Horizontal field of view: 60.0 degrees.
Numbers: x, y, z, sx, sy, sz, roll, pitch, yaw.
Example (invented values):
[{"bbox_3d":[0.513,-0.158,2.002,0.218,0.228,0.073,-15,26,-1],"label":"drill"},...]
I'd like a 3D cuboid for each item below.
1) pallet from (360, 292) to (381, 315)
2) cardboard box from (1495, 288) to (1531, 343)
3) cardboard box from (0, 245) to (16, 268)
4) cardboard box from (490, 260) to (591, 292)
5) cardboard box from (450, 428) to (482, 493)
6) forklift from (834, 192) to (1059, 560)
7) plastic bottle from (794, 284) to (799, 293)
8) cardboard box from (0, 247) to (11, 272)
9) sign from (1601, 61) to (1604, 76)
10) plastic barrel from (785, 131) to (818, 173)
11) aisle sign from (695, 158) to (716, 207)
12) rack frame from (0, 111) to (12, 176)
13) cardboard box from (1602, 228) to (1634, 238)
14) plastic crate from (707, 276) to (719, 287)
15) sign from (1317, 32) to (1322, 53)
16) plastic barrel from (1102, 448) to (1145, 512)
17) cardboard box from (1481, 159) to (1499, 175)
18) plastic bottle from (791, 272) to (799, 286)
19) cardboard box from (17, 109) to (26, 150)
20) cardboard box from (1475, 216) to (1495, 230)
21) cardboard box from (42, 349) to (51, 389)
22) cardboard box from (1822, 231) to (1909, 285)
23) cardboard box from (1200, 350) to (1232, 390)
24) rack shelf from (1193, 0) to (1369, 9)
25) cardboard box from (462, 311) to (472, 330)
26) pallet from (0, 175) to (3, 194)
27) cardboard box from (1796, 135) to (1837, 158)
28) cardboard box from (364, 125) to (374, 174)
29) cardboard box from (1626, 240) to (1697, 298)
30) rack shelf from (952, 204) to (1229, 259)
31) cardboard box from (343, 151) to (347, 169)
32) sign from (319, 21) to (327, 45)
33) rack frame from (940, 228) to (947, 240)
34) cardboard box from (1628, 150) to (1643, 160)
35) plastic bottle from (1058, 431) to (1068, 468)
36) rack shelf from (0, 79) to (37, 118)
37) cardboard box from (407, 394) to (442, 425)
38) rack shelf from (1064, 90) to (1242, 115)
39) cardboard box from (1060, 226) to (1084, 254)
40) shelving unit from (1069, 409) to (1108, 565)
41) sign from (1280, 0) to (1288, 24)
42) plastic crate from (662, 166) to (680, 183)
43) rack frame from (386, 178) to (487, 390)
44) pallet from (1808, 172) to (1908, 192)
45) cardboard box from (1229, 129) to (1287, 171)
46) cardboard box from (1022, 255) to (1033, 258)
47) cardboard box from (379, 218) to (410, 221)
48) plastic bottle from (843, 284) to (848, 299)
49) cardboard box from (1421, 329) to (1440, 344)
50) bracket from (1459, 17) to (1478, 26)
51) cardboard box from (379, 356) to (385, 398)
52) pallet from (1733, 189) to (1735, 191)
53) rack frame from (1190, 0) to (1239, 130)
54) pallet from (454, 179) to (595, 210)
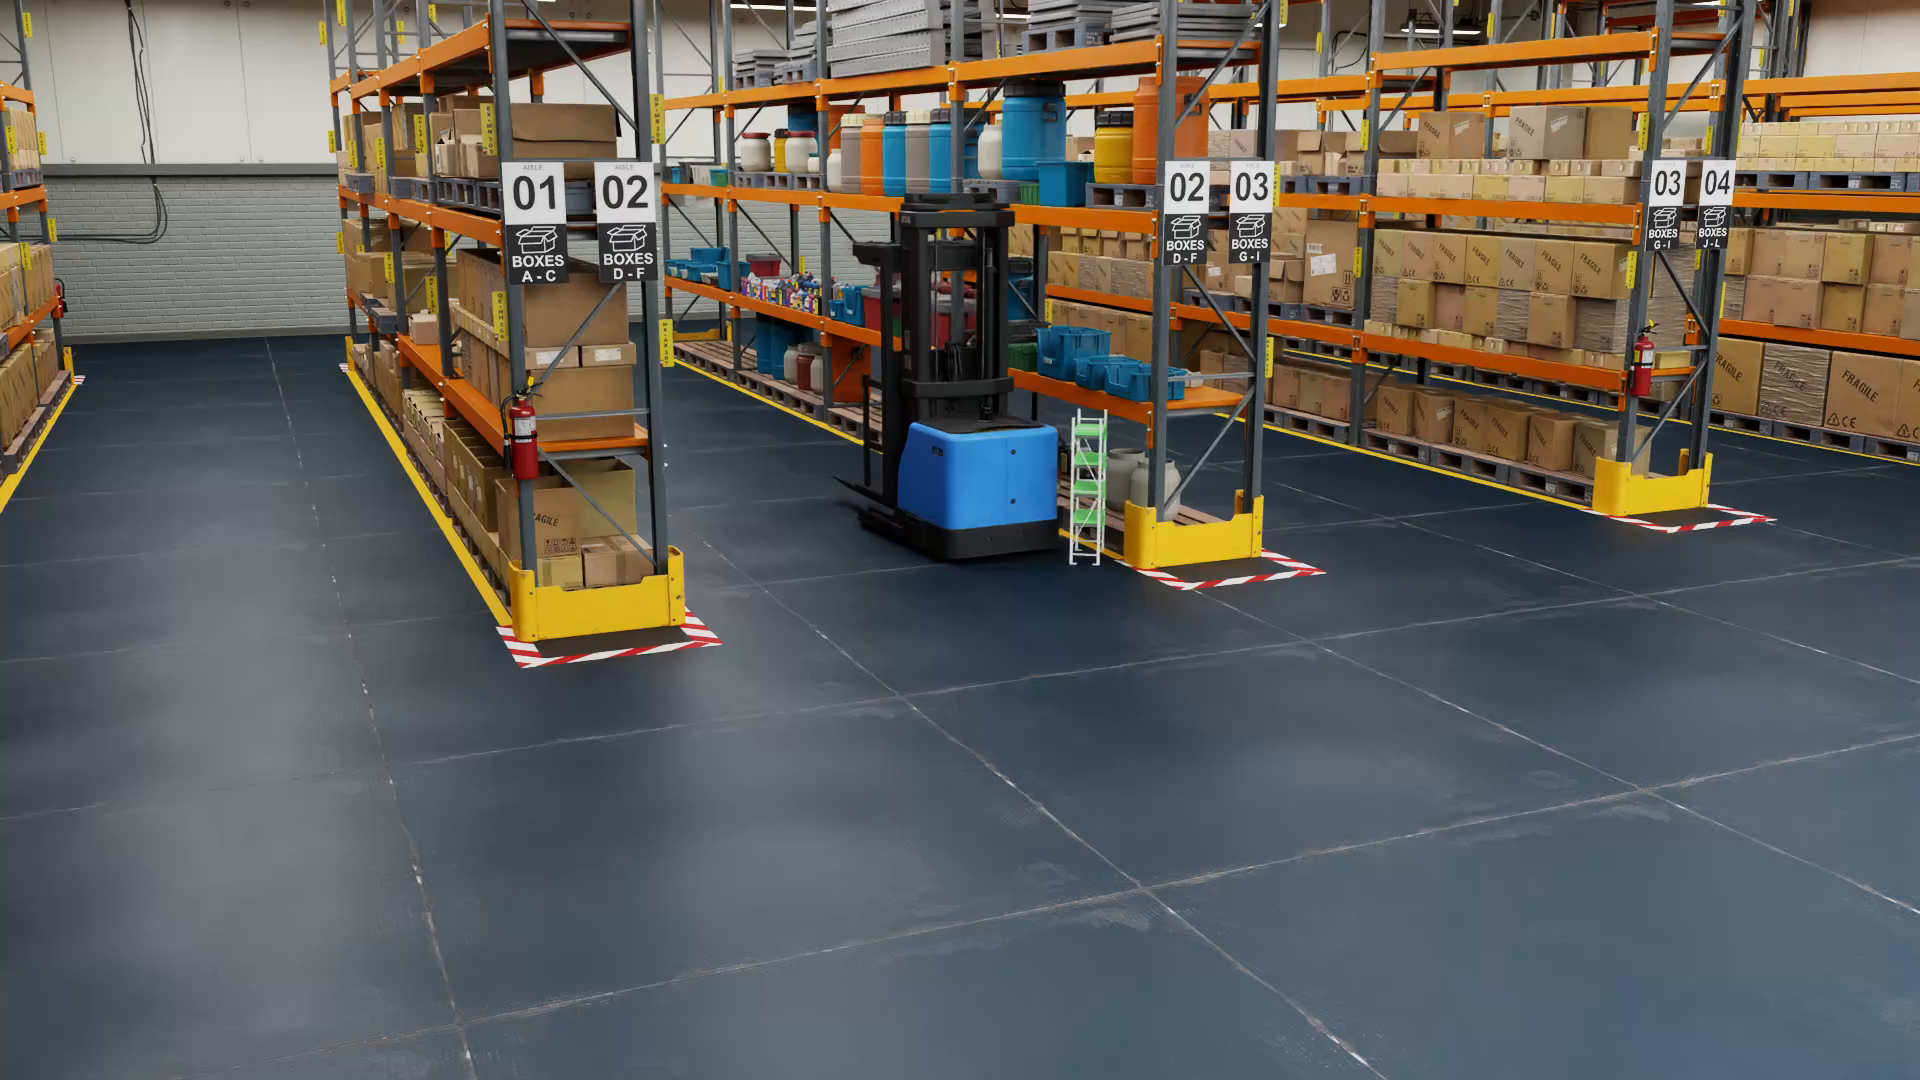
[{"bbox_3d":[-7.133,-3.064,21.383,1.003,0.211,1.213,-6,14,-23],"label":"pallet"},{"bbox_3d":[5.866,-2.257,16.587,0.875,0.500,0.500,-6,14,-23],"label":"cardboard box"},{"bbox_3d":[-11.273,-3.273,19.272,0.500,0.250,0.500,-5,14,-22],"label":"cardboard box"},{"bbox_3d":[-3.161,-1.855,12.634,0.700,0.500,0.500,-6,14,-23],"label":"cardboard box"},{"bbox_3d":[-4.042,-0.684,14.174,0.500,0.500,0.500,-6,14,-23],"label":"cardboard box"},{"bbox_3d":[-0.268,-1.556,14.593,1.130,2.935,3.031,-6,14,-25],"label":"forklift"},{"bbox_3d":[-2.164,-3.228,21.926,0.061,0.283,0.133,-6,14,-23],"label":"plastic bottle"},{"bbox_3d":[-11.069,-3.168,18.816,0.500,0.250,0.500,-5,14,-22],"label":"cardboard box"},{"bbox_3d":[13.252,-9.765,34.356,0.100,0.325,0.005,-6,14,-23],"label":"sign"},{"bbox_3d":[-2.059,-5.038,21.599,0.433,0.535,0.433,0,13,0],"label":"plastic barrel"},{"bbox_3d":[-4.176,-5.914,27.503,0.394,0.787,0.004,-6,14,-23],"label":"aisle sign"},{"bbox_3d":[-11.891,-5.807,19.504,1.000,3.000,0.127,-6,14,-23],"label":"rack frame"},{"bbox_3d":[8.900,-3.849,21.910,0.700,0.500,0.500,-6,14,-23],"label":"cardboard box"},{"bbox_3d":[-3.508,-3.882,24.965,0.437,0.125,0.590,-6,14,-23],"label":"plastic crate"},{"bbox_3d":[5.806,-8.025,26.839,0.100,0.325,0.005,-6,14,-23],"label":"sign"},{"bbox_3d":[1.459,-0.525,14.573,0.421,0.512,0.421,0,13,0],"label":"plastic barrel"},{"bbox_3d":[5.469,-3.745,16.696,0.380,0.149,0.250,-5,14,-22],"label":"cardboard box"},{"bbox_3d":[-2.277,-3.582,23.303,0.144,0.351,0.185,-6,14,-23],"label":"plastic bottle"},{"bbox_3d":[-12.334,-5.271,21.357,0.500,0.500,0.500,-6,14,-23],"label":"cardboard box"},{"bbox_3d":[9.955,-5.940,30.944,0.500,0.500,0.500,-5,14,-22],"label":"cardboard box"},{"bbox_3d":[-12.498,-2.245,22.031,0.700,0.500,0.500,-5,14,-22],"label":"cardboard box"},{"bbox_3d":[10.268,-3.185,18.751,0.875,0.550,0.500,-6,14,-23],"label":"cardboard box"},{"bbox_3d":[3.614,-2.260,22.051,0.700,0.500,0.500,-6,15,-26],"label":"cardboard box"},{"bbox_3d":[5.509,-9.258,28.641,1.077,0.370,4.000,-6,14,-23],"label":"rack shelf"},{"bbox_3d":[-4.013,-1.867,14.122,0.380,0.149,0.250,-6,14,-24],"label":"cardboard box"},{"bbox_3d":[-11.478,-4.068,19.065,0.805,0.209,1.217,-6,14,-25],"label":"pallet"},{"bbox_3d":[9.860,-4.453,18.825,0.500,0.250,0.500,-6,14,-24],"label":"cardboard box"},{"bbox_3d":[-7.219,-4.985,21.231,0.600,0.600,0.600,-7,15,-28],"label":"cardboard box"},{"bbox_3d":[6.561,-2.566,15.708,0.500,0.500,0.500,-6,14,-23],"label":"cardboard box"},{"bbox_3d":[1.193,-2.824,14.863,1.077,0.370,4.000,-6,14,-23],"label":"rack shelf"},{"bbox_3d":[-8.392,-5.351,23.409,0.500,0.250,0.500,-6,14,-23],"label":"cardboard box"},{"bbox_3d":[-9.453,-7.526,24.685,0.100,0.325,0.005,-6,14,-23],"label":"sign"},{"bbox_3d":[0.123,-5.053,29.550,1.000,3.000,0.127,-6,14,-23],"label":"rack frame"},{"bbox_3d":[8.819,-4.878,21.320,0.500,0.250,0.500,-6,14,-23],"label":"cardboard box"},{"bbox_3d":[0.990,-0.904,16.521,0.144,0.351,0.185,-6,15,-26],"label":"plastic bottle"},{"bbox_3d":[-12.692,-5.675,21.416,1.077,0.370,4.000,-6,14,-23],"label":"rack shelf"},{"bbox_3d":[-5.592,-1.402,17.698,0.500,0.311,0.500,-6,14,-24],"label":"cardboard box"},{"bbox_3d":[2.526,-6.191,23.644,1.077,0.370,4.000,-6,14,-23],"label":"rack shelf"},{"bbox_3d":[1.988,-4.633,25.288,0.797,0.503,0.637,-6,14,-24],"label":"cardboard box"},{"bbox_3d":[1.052,-0.439,13.605,0.258,1.200,0.503,2,13,9],"label":"shelving unit"},{"bbox_3d":[2.499,-4.170,12.893,0.100,0.325,0.005,-6,14,-23],"label":"sign"},{"bbox_3d":[-4.517,-5.899,26.842,0.497,0.269,0.590,-6,14,-23],"label":"plastic crate"},{"bbox_3d":[-5.751,-2.506,18.546,1.000,3.000,0.127,-6,14,-23],"label":"rack frame"},{"bbox_3d":[10.318,-3.998,18.534,1.003,0.211,1.213,-6,14,-23],"label":"pallet"},{"bbox_3d":[3.688,-4.825,20.583,0.500,0.500,0.500,-6,14,-25],"label":"cardboard box"},{"bbox_3d":[1.308,-4.366,26.255,0.500,0.250,0.500,-6,14,-24],"label":"cardboard box"},{"bbox_3d":[-8.525,-4.628,25.274,0.500,0.500,0.500,-6,14,-23],"label":"cardboard box"},{"bbox_3d":[-1.509,-3.258,22.051,0.061,0.283,0.133,-6,14,-23],"label":"plastic bottle"},{"bbox_3d":[5.125,-2.172,17.658,0.380,0.149,0.250,-6,14,-23],"label":"cardboard box"},{"bbox_3d":[12.054,-12.255,39.382,0.235,0.232,0.430,-6,14,-23],"label":"bracket"},{"bbox_3d":[-7.159,-2.098,21.351,0.500,0.500,0.500,-5,14,-22],"label":"cardboard box"},{"bbox_3d":[9.102,-4.554,21.166,0.805,0.209,1.217,-6,14,-25],"label":"pallet"},{"bbox_3d":[4.708,-8.403,30.719,1.000,3.000,0.127,-6,14,-23],"label":"rack frame"},{"bbox_3d":[-3.298,-2.673,12.809,1.003,0.211,1.213,-6,14,-23],"label":"pallet"}]
